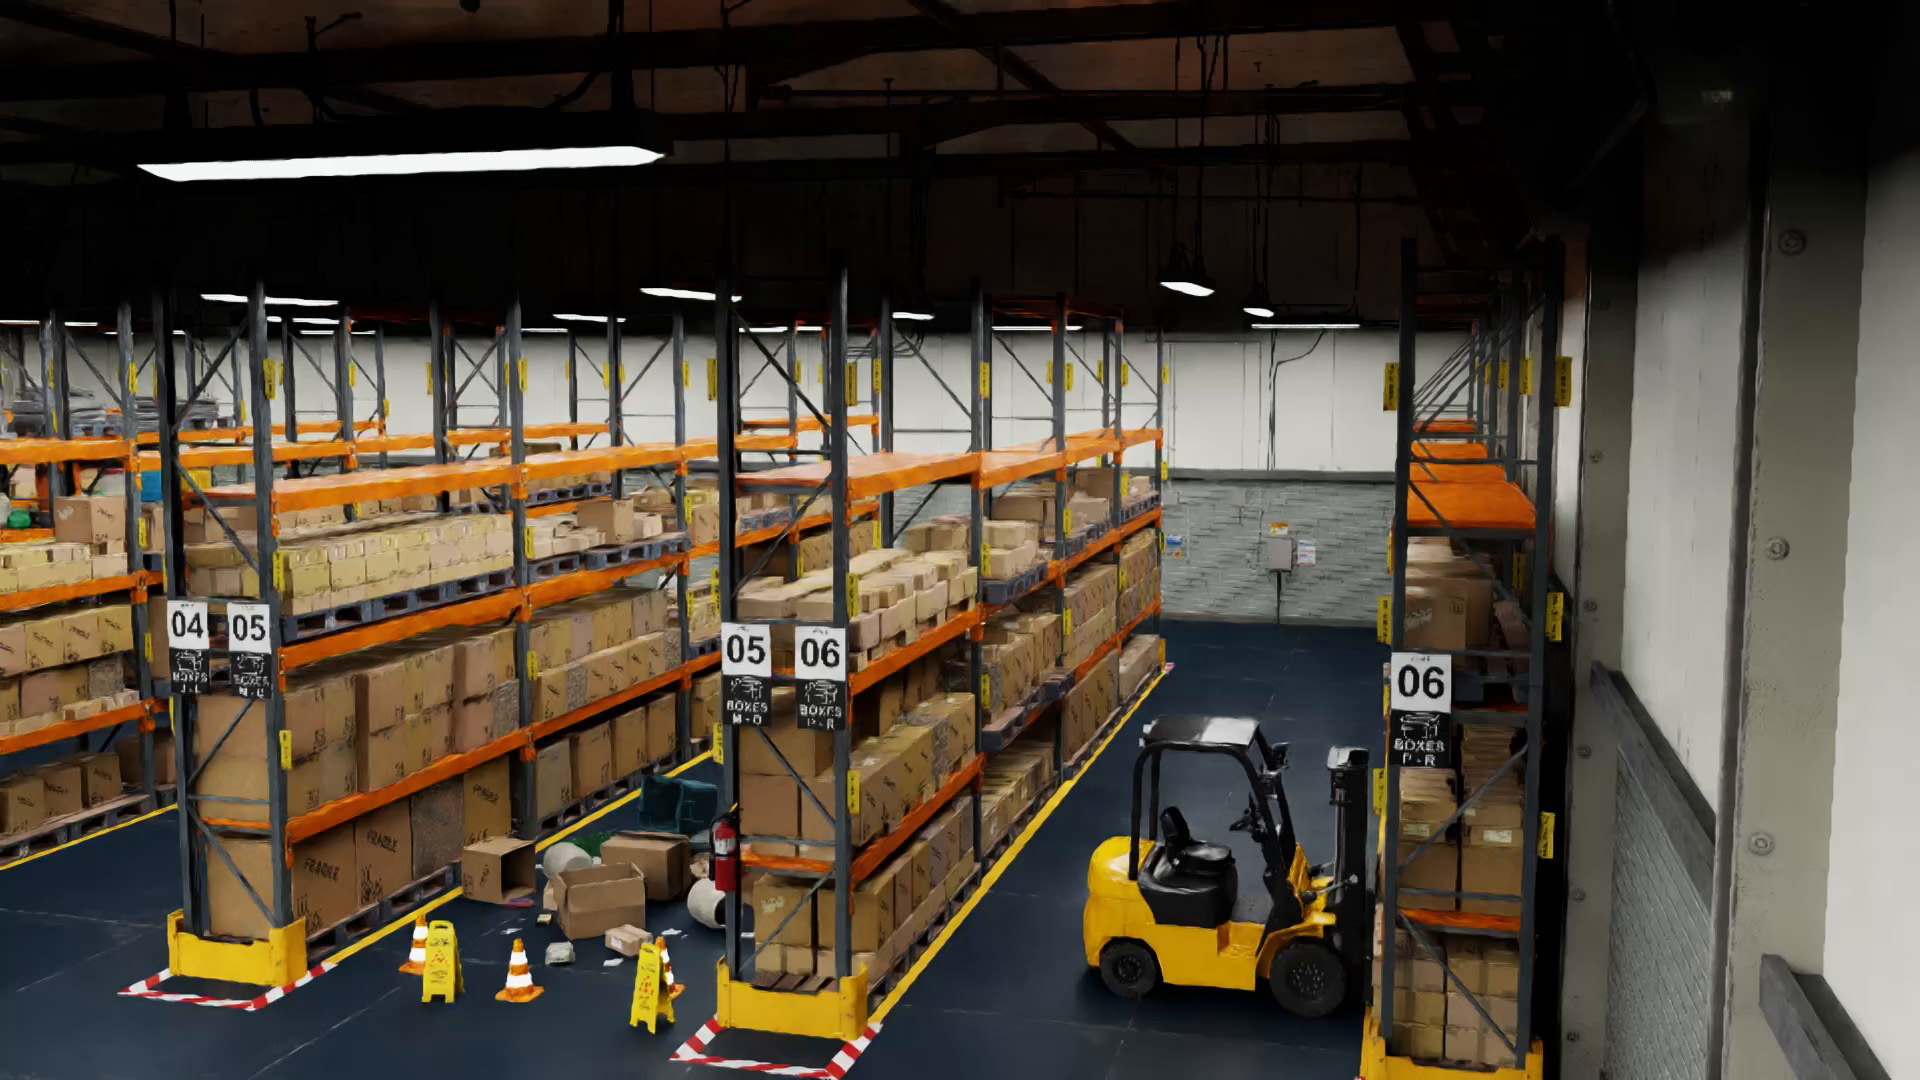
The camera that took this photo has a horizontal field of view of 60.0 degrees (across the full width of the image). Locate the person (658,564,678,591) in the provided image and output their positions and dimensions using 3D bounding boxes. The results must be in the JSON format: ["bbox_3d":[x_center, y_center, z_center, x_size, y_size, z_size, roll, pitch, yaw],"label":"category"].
[{"bbox_3d":[-5.039,1.236,29.024,0.600,1.725,1.107,2,6,14],"label":"person"}]
